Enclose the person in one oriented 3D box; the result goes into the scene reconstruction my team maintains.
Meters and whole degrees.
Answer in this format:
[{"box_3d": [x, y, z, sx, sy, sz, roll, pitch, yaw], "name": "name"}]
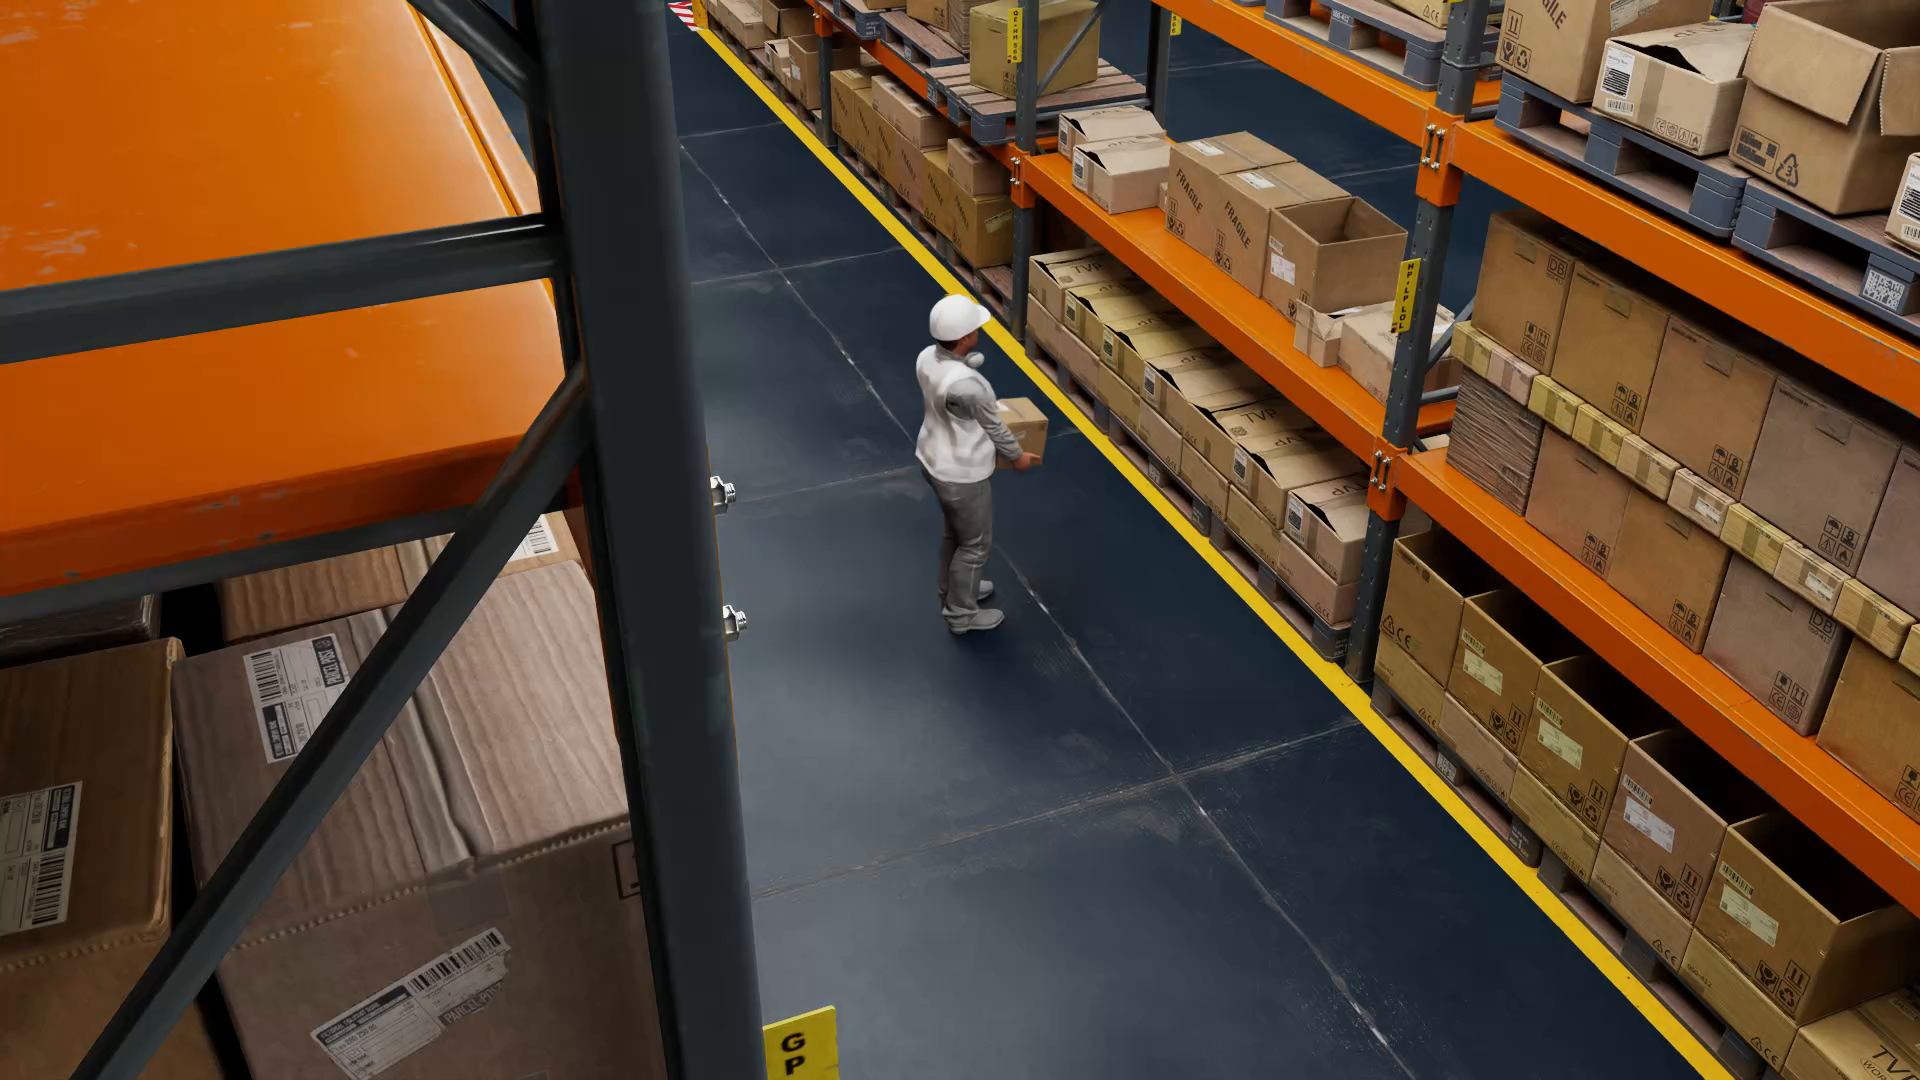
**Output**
[{"box_3d": [0.075, -0.394, 8.109, 0.557, 1.771, 0.495, -13, 35, -19], "name": "person"}]
